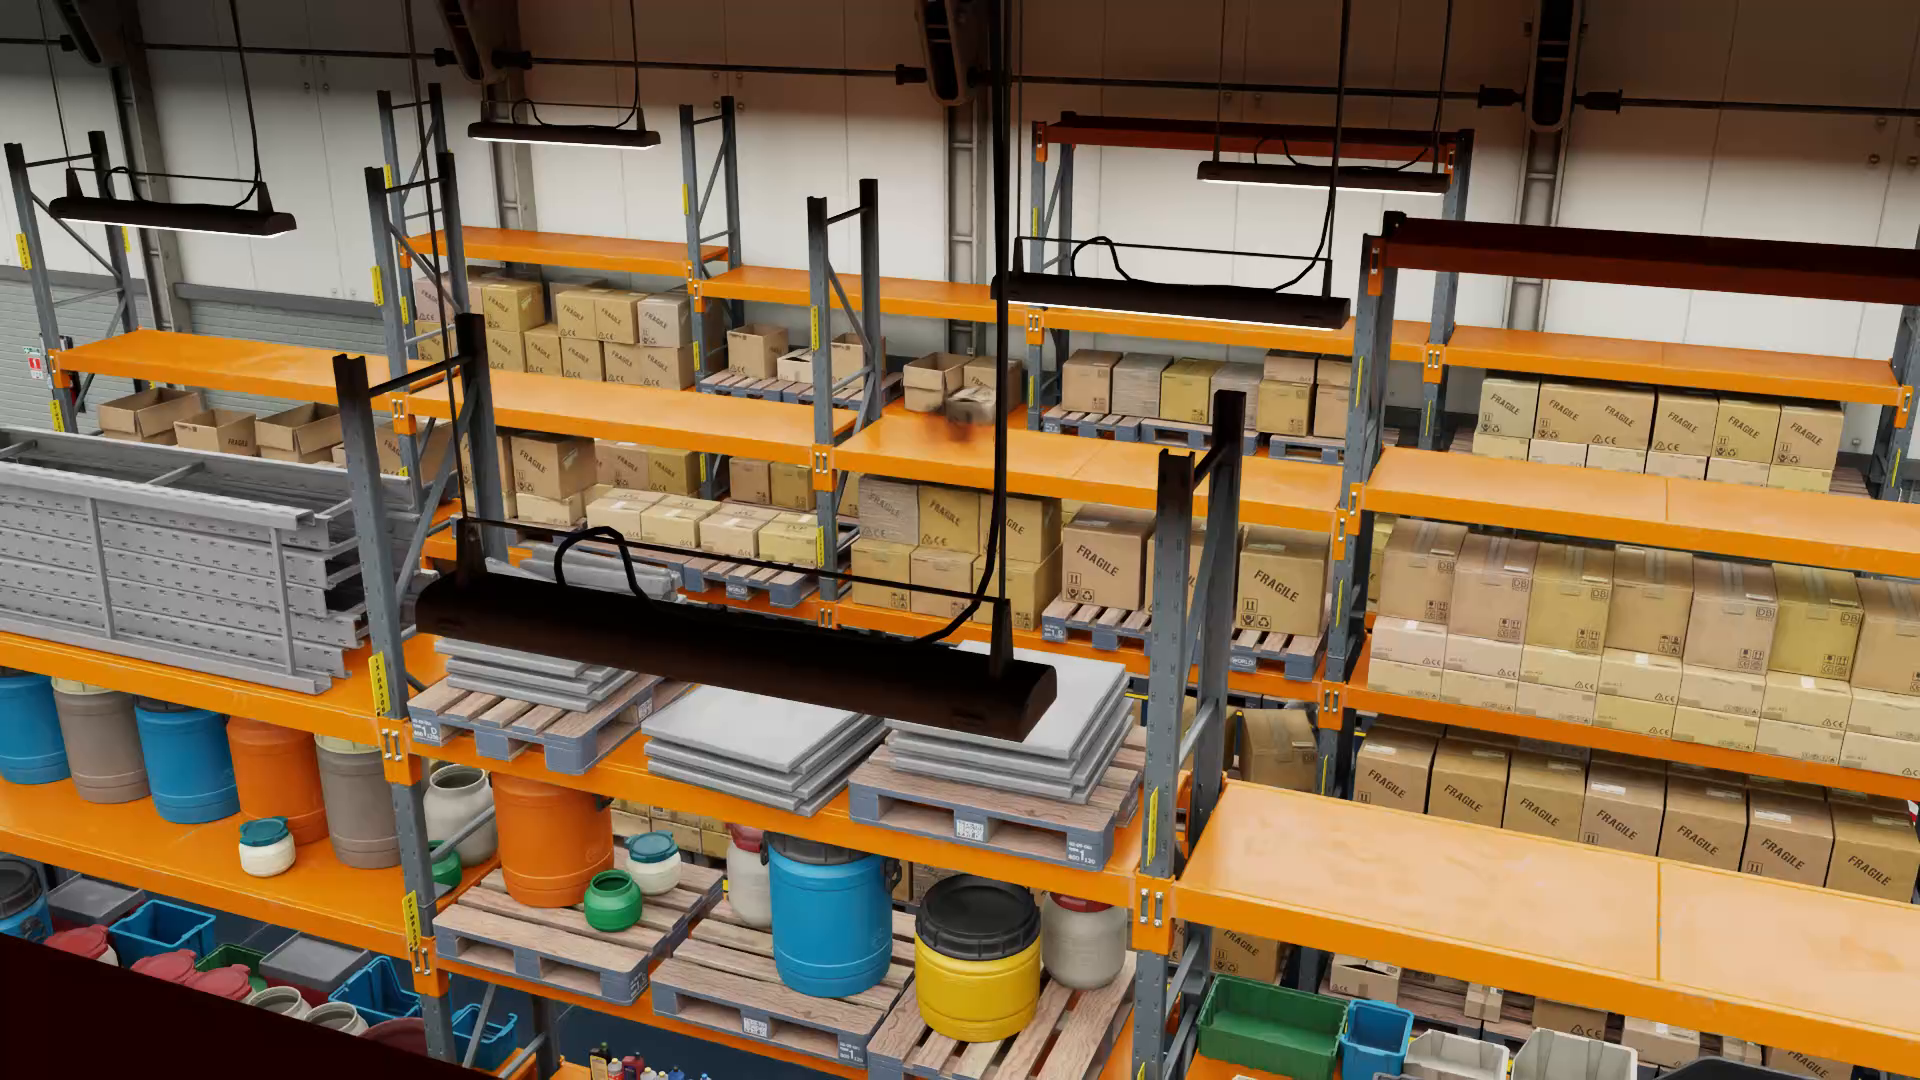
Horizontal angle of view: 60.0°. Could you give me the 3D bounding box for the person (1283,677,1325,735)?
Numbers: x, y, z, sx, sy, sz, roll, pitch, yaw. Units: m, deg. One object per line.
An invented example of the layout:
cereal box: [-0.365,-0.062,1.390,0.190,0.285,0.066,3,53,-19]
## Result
person: [3.305,1.457,16.129,1.069,1.725,0.562,5,21,13]
